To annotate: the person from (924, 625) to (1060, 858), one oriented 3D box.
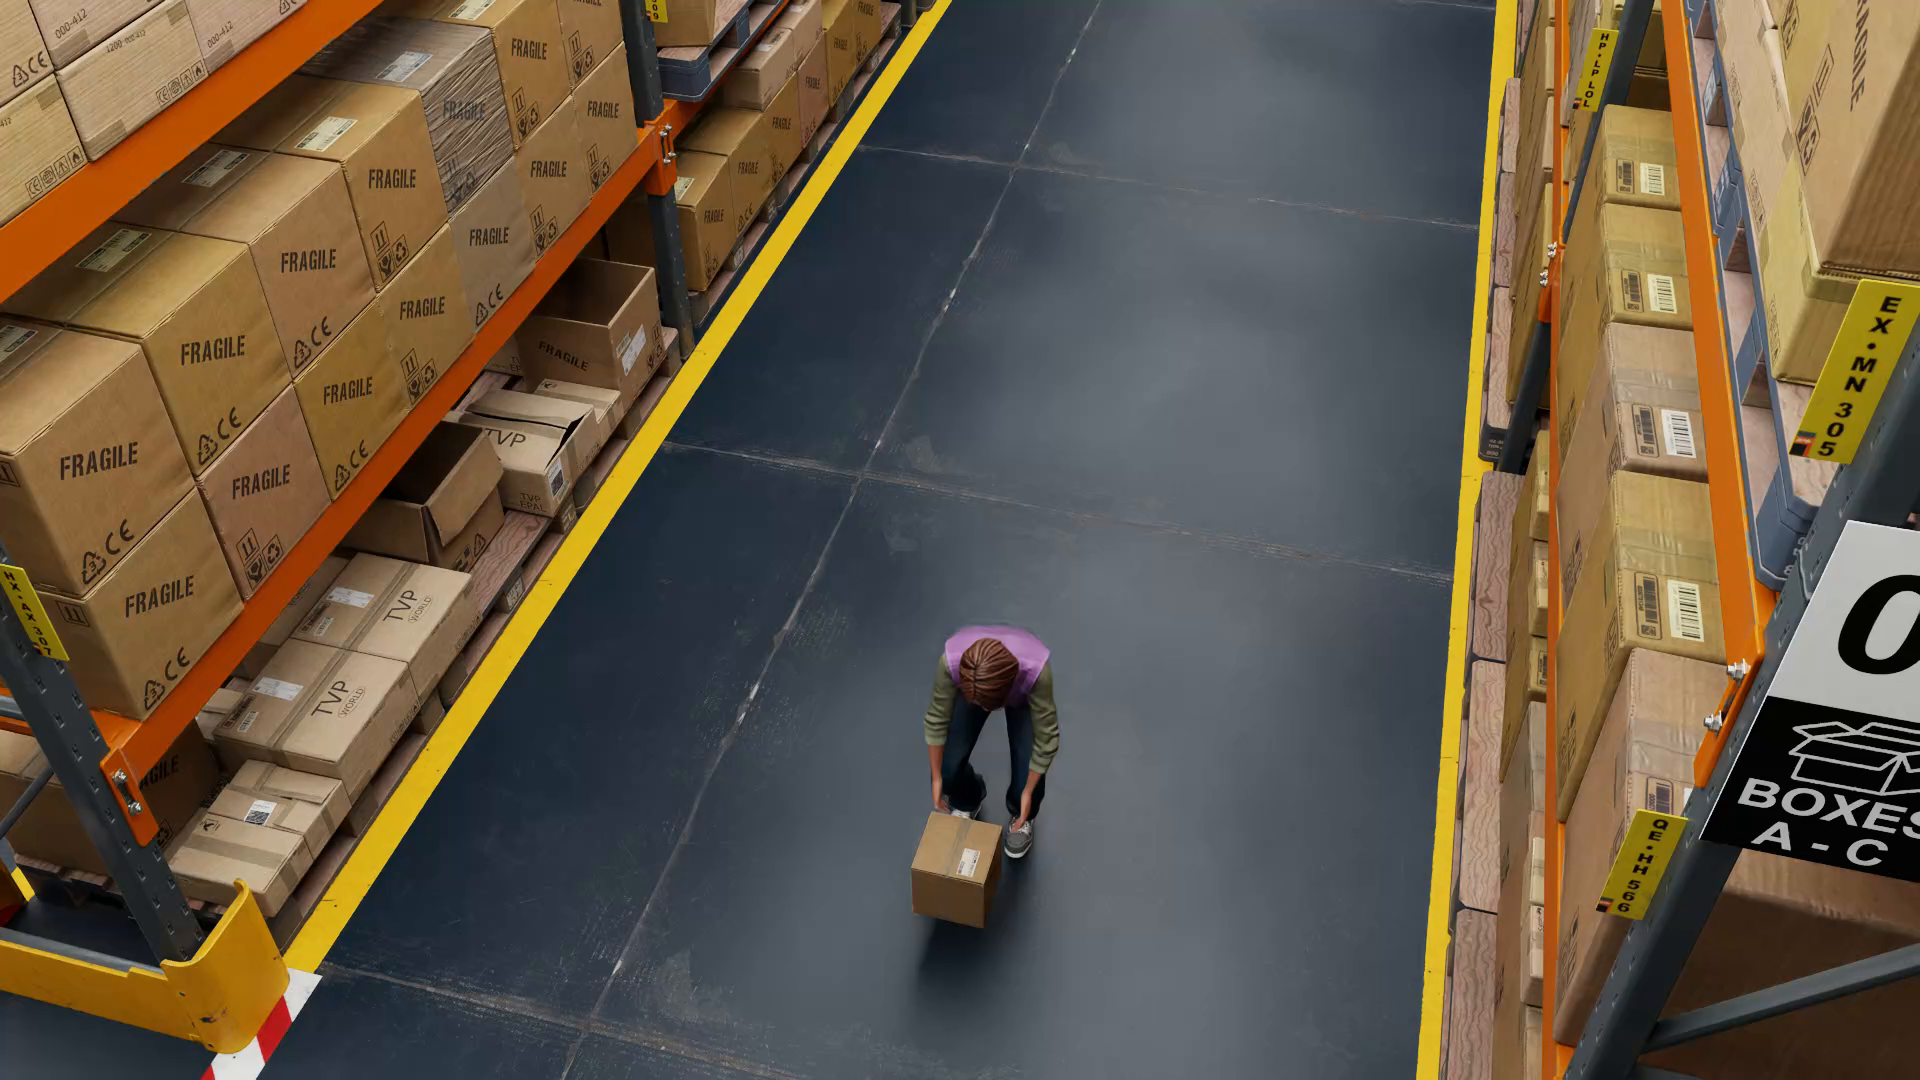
[{"bbox_3d":[0.139,0.651,5.735,0.462,1.203,0.698,10,43,11],"label":"person"}]
